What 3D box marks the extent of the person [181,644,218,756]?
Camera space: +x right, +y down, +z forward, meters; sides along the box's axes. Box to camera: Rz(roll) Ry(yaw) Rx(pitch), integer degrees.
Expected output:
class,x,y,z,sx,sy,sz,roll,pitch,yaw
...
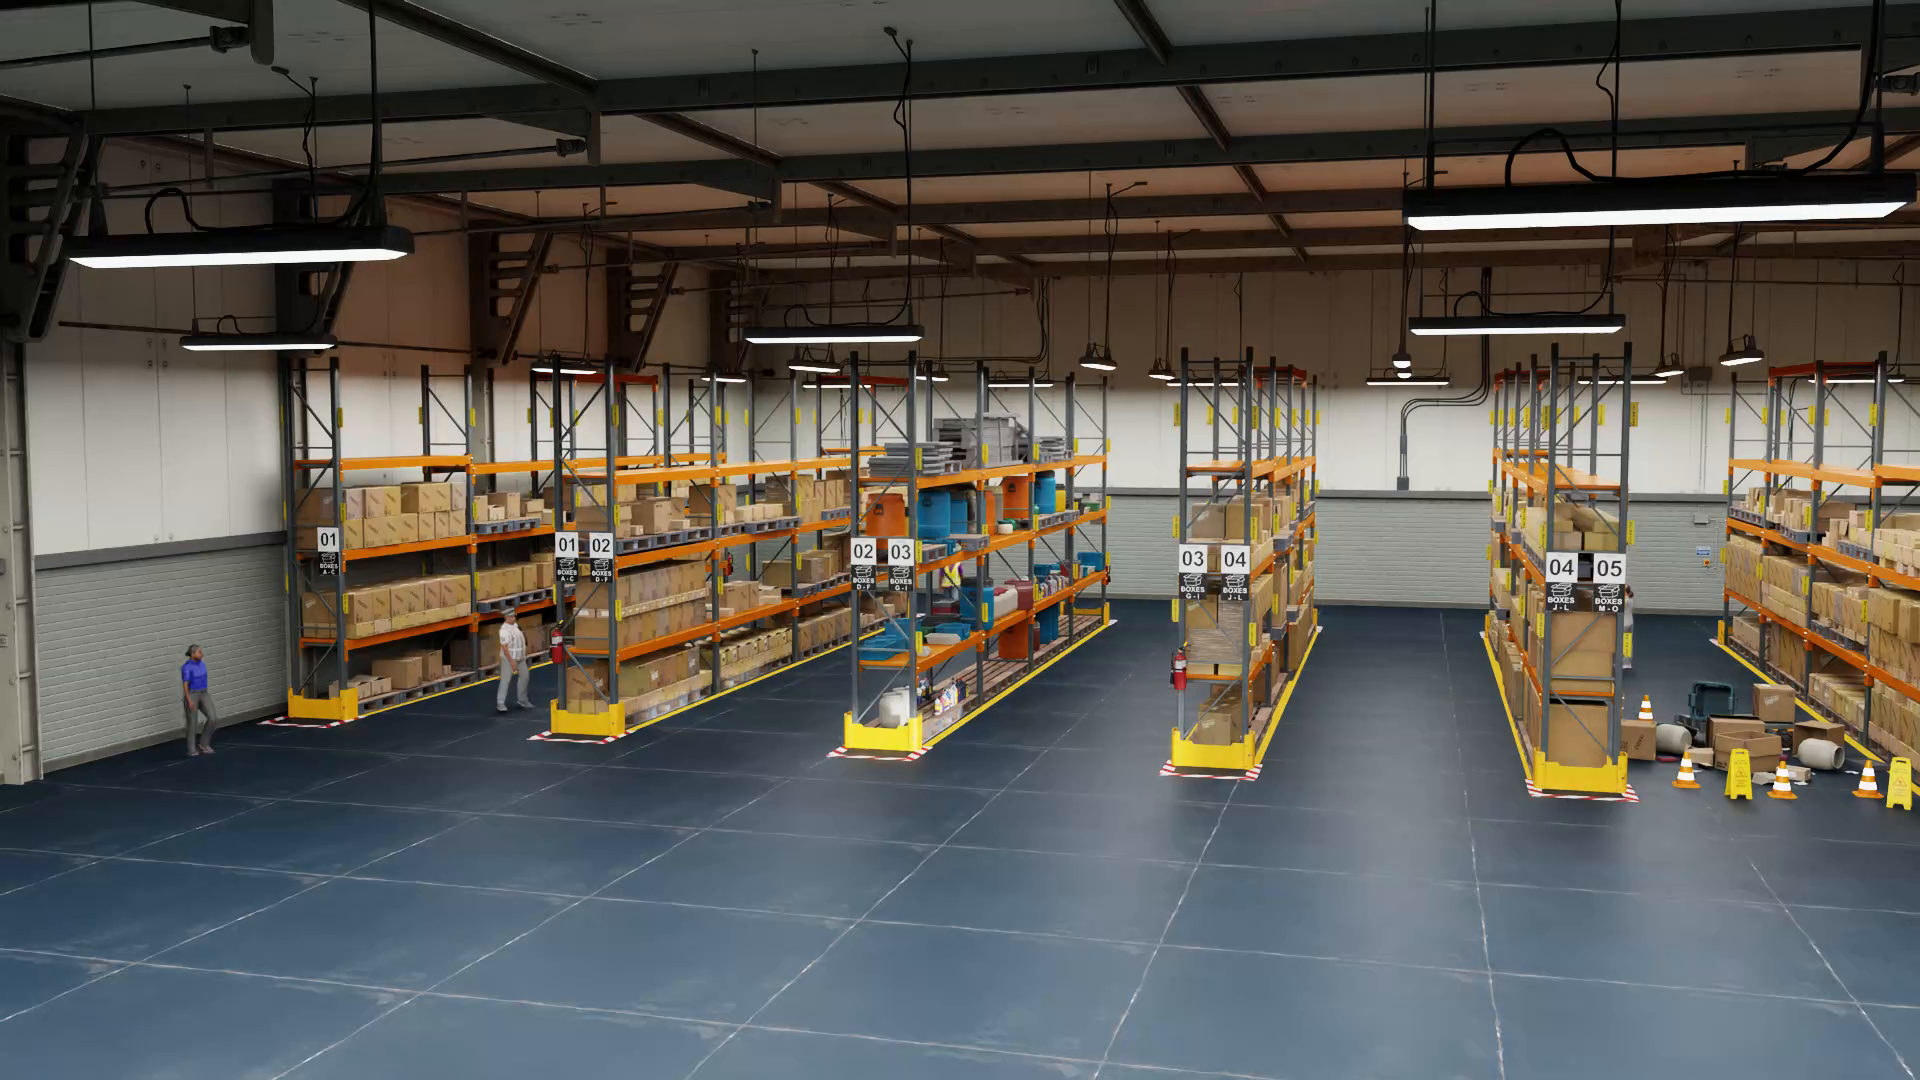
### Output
class,x,y,z,sx,sy,sz,roll,pitch,yaw
person,-11.327,2.392,24.686,0.442,1.666,0.479,3,5,31

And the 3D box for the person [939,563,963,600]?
class,x,y,z,sx,sy,sz,roll,pitch,yaw
person,-0.230,1.138,40.751,0.606,1.704,1.033,1,4,8

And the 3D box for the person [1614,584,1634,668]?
class,x,y,z,sx,sy,sz,roll,pitch,yaw
person,13.290,1.722,33.284,0.465,1.684,0.344,-4,6,-42

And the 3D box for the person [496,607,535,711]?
class,x,y,z,sx,sy,sz,roll,pitch,yaw
person,-7.660,2.055,28.599,0.516,1.818,0.697,2,5,22
